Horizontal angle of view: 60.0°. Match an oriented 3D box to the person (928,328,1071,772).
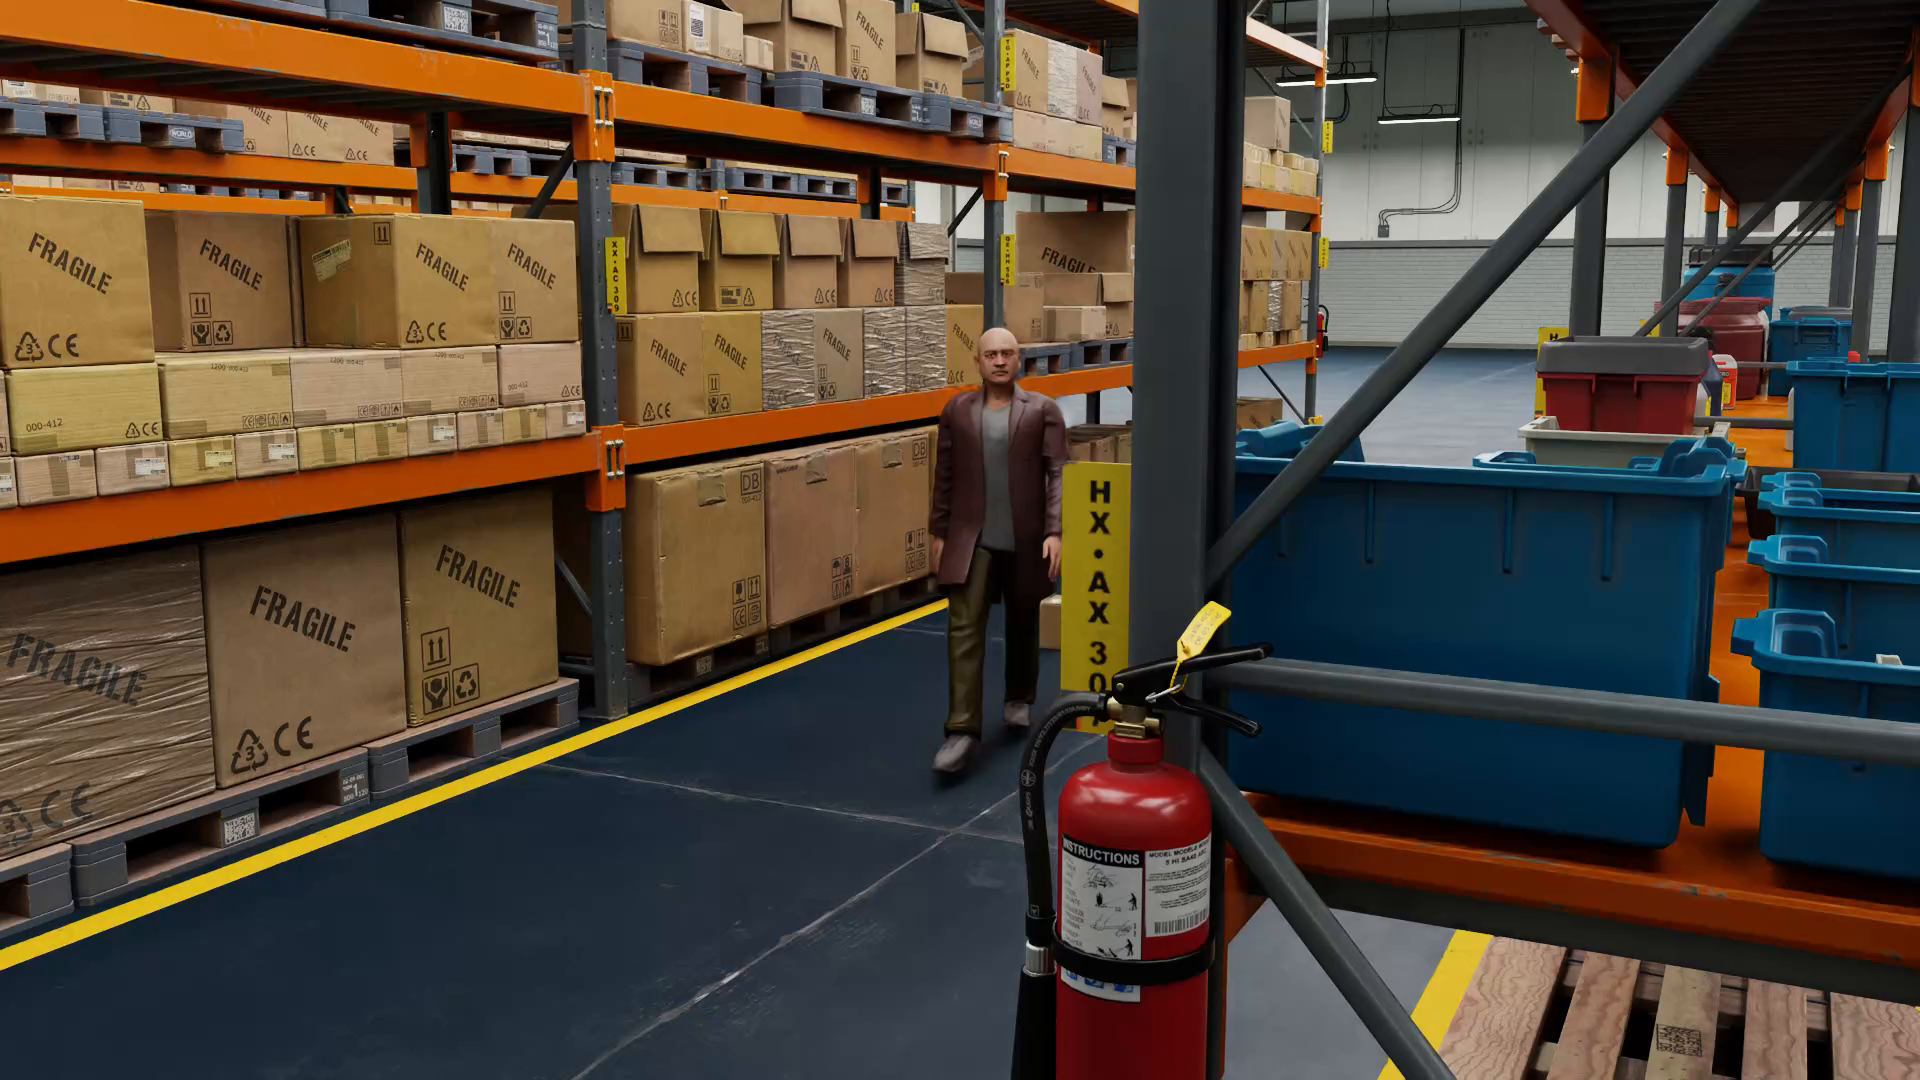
[{"bbox_3d":[0.156,0.002,6.801,0.615,1.723,1.106,1,9,3],"label":"person"}]
